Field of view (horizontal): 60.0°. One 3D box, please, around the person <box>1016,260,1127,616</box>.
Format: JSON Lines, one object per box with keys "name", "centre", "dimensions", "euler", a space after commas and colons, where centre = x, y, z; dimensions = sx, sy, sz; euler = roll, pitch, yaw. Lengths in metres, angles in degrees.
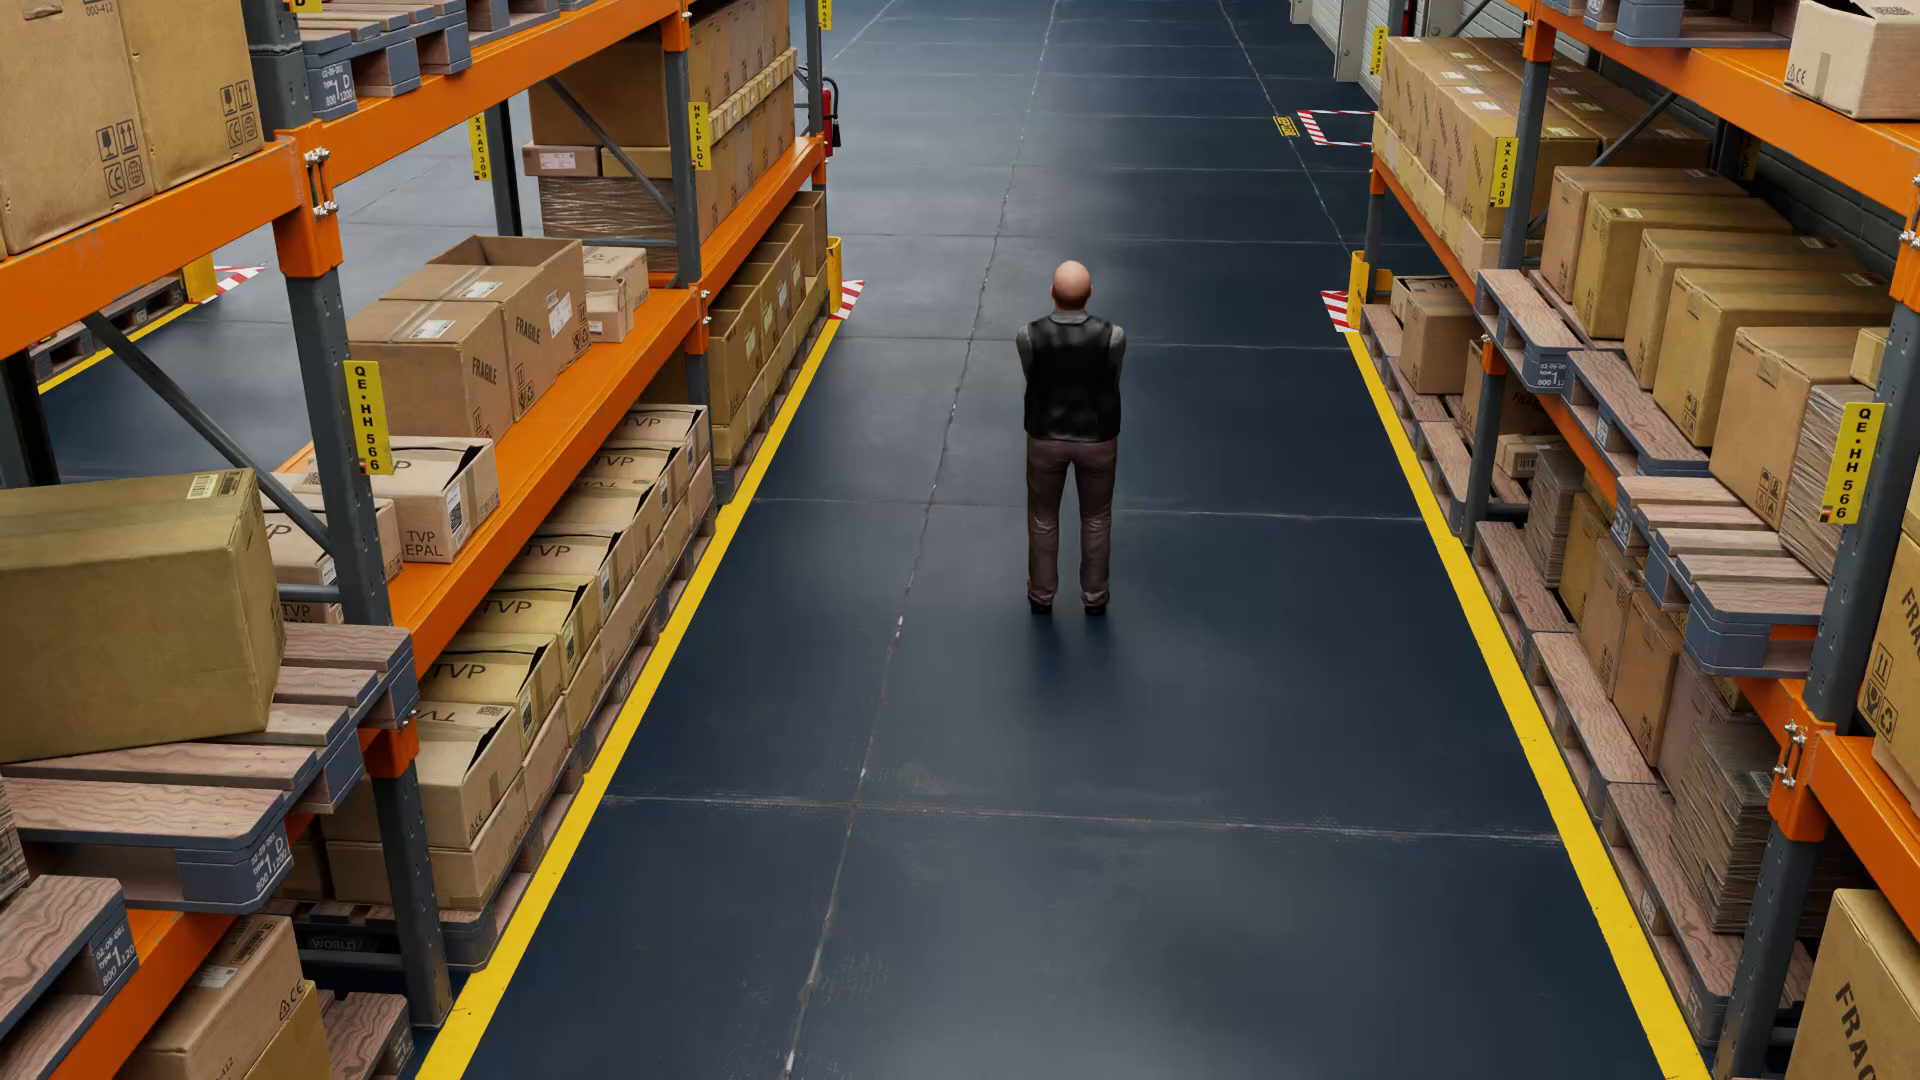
{"name": "person", "centre": [0.506, -0.496, 7.741], "dimensions": [0.494, 1.711, 0.551], "euler": [2, 24, 4]}
